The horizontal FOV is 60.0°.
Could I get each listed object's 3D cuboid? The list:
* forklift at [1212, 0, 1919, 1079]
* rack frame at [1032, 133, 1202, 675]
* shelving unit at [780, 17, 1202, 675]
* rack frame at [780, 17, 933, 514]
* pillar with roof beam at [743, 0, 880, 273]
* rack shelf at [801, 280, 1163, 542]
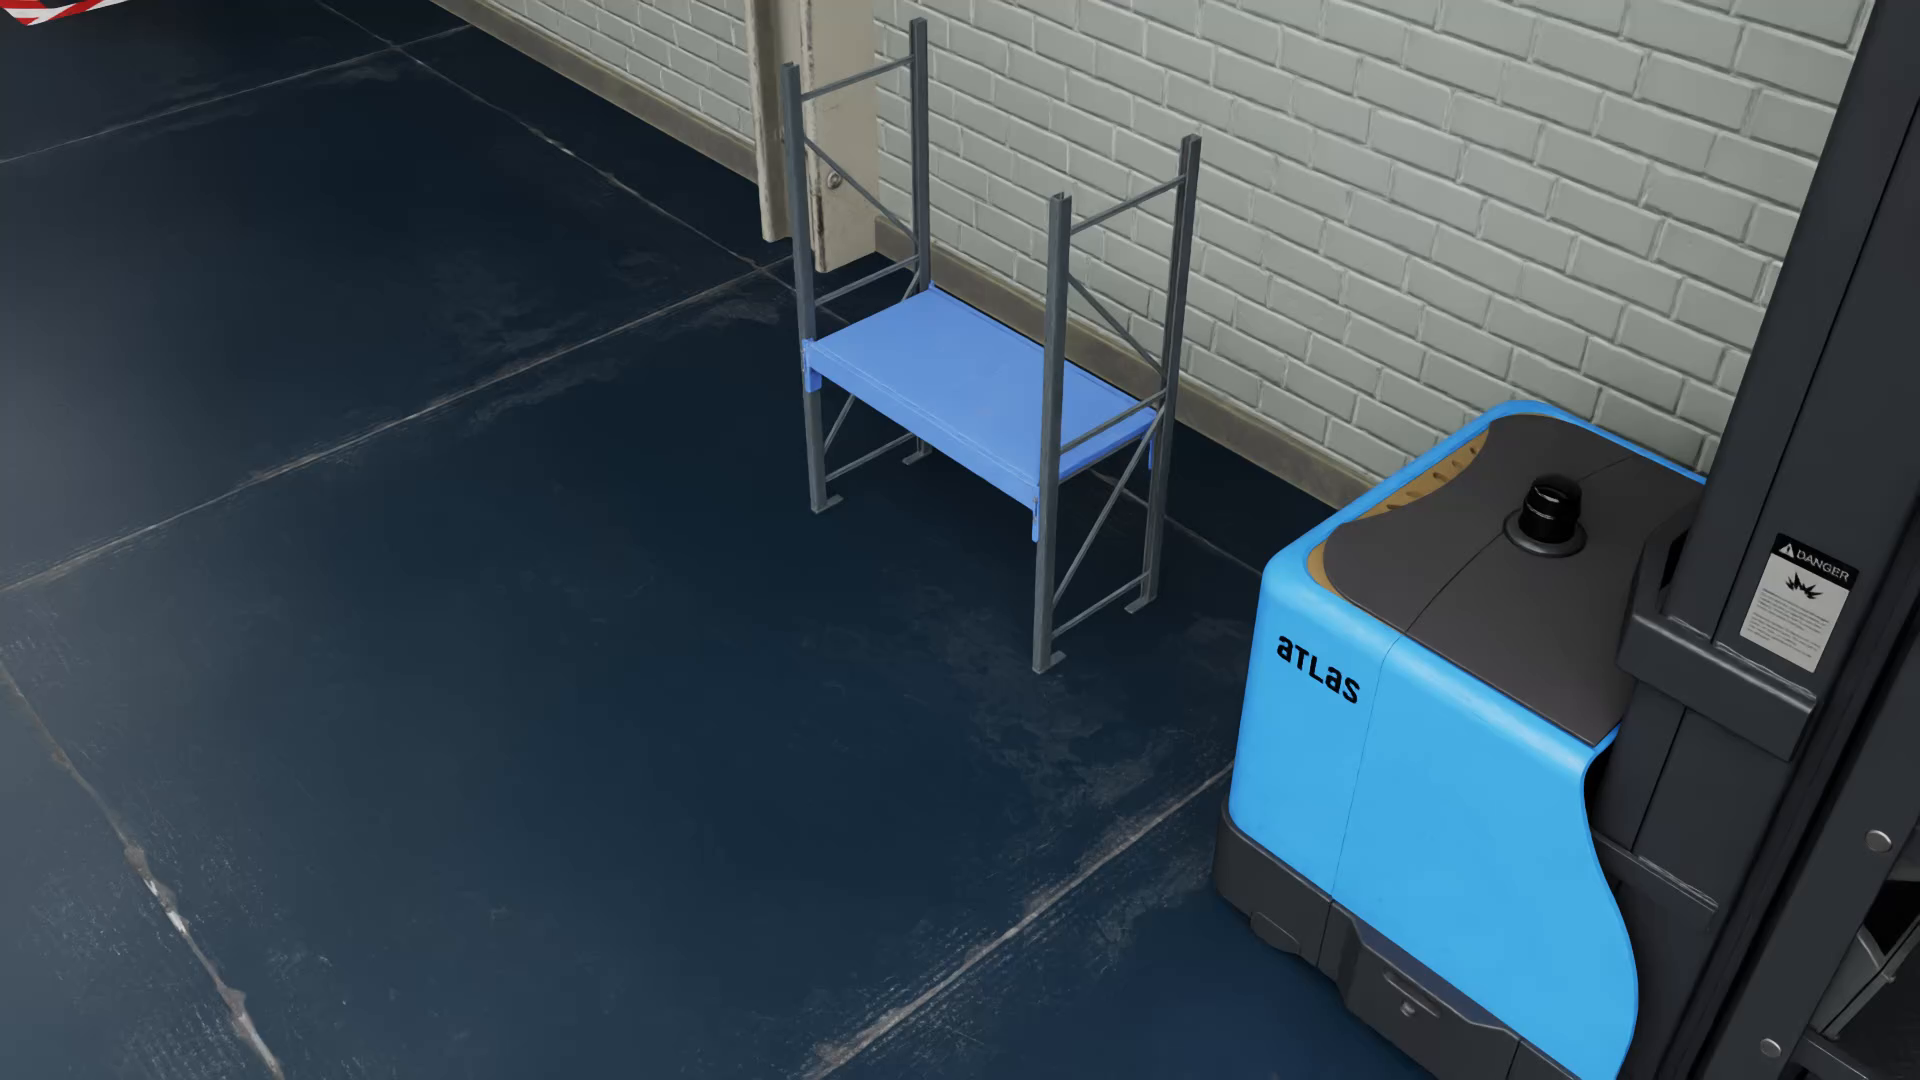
[{"bbox_3d":[1.989,0.221,2.644,1.130,2.935,3.031,-30,48,-32],"label":"forklift"},{"bbox_3d":[0.402,-0.309,4.439,0.500,1.500,0.032,-30,48,-32],"label":"rack frame"},{"bbox_3d":[0.058,-0.544,4.730,0.538,1.500,1.048,-30,48,-32],"label":"shelving unit"},{"bbox_3d":[-0.286,-0.779,5.021,0.500,1.500,0.032,-30,48,-32],"label":"rack frame"},{"bbox_3d":[-3.731,-2.876,1.649,9.100,9.000,0.400,-30,48,-32],"label":"pillar with roof beam"},{"bbox_3d":[0.058,-0.404,4.843,0.538,0.185,1.000,-30,48,-32],"label":"rack shelf"}]
